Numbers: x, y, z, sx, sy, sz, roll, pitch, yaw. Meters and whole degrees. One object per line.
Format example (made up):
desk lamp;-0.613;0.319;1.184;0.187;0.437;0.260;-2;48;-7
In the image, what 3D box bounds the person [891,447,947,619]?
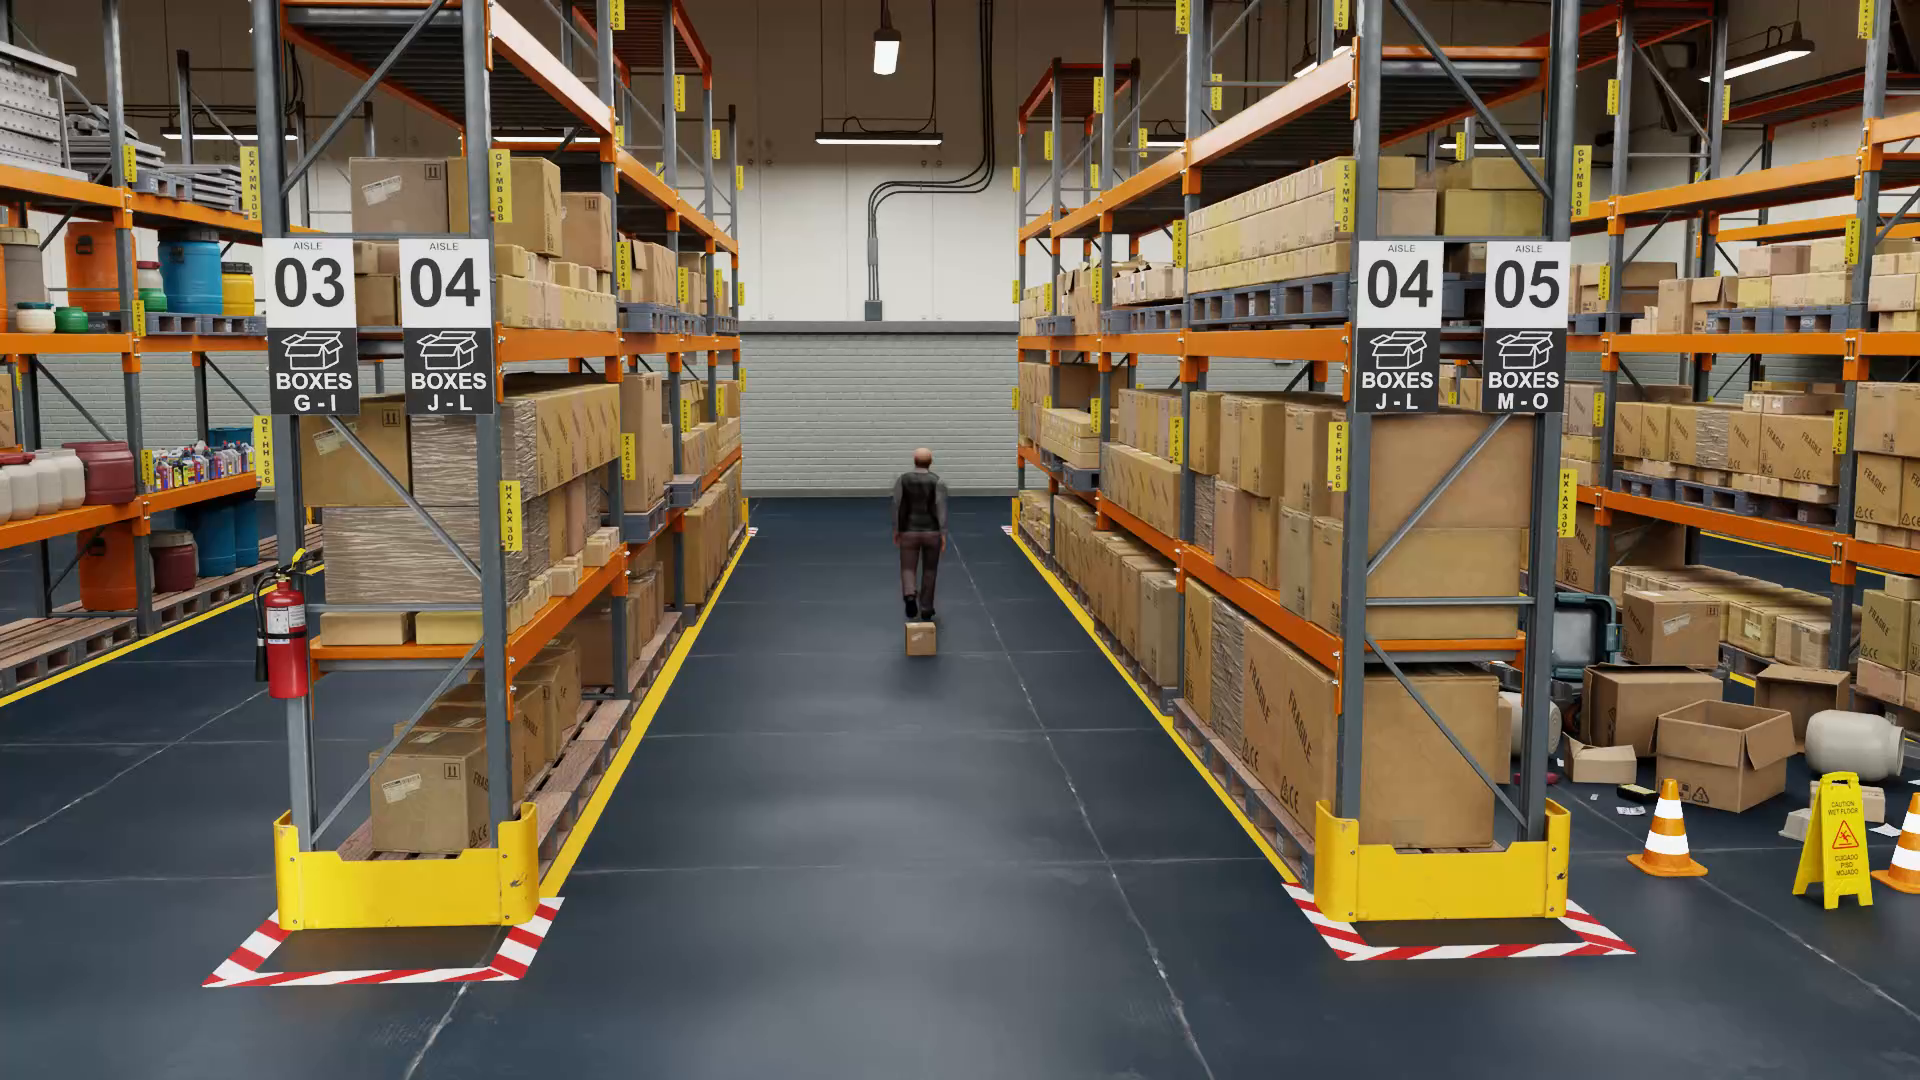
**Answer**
person;-0.400;-0.046;16.176;0.550;1.697;0.838;0;7;1
